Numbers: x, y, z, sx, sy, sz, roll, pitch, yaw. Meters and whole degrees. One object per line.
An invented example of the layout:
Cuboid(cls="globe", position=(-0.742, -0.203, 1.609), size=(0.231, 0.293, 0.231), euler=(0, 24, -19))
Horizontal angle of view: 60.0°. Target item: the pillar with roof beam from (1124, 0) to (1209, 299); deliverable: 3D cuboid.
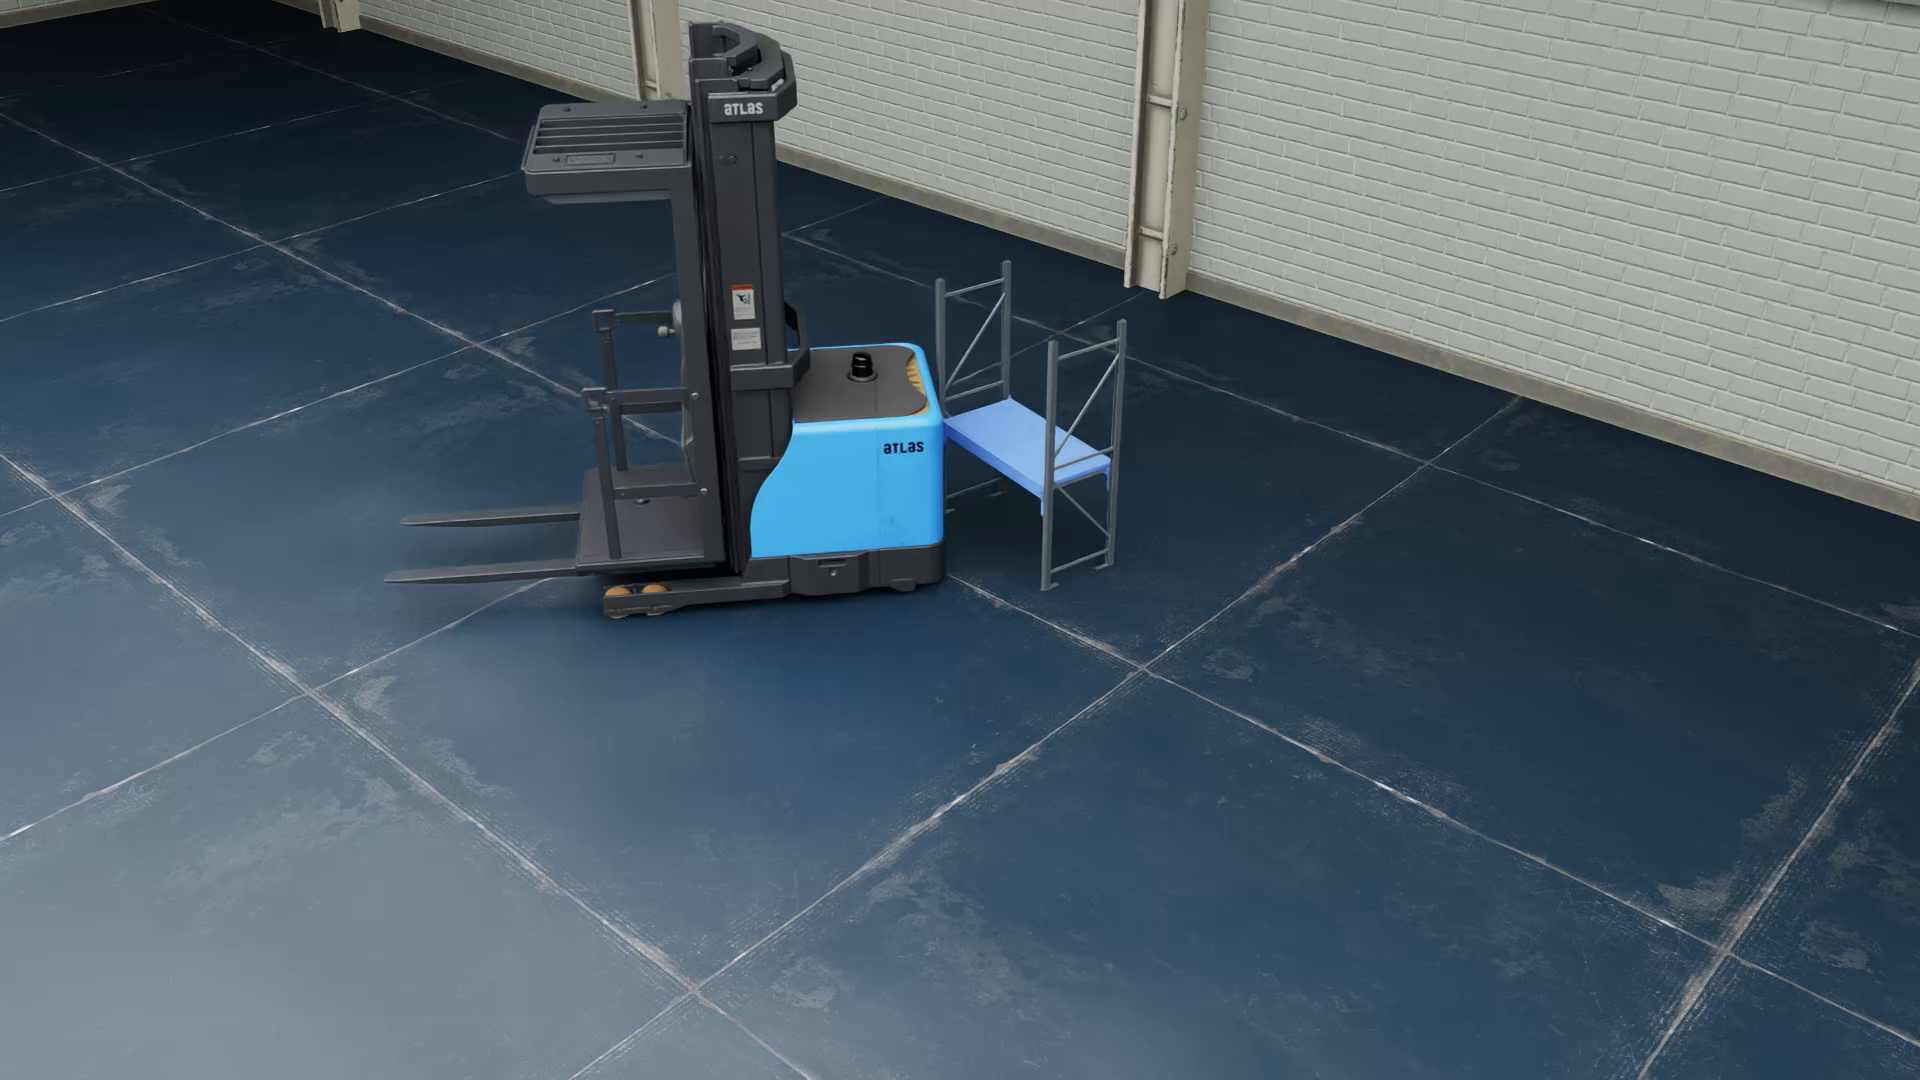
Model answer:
Cuboid(cls="pillar with roof beam", position=(-1.364, -4.183, 7.918), size=(0.400, 9.000, 9.100), euler=(25, 39, 35))

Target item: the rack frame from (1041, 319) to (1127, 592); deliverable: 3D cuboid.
Cuboid(cls="rack frame", position=(0.662, -0.434, 8.961), size=(0.500, 1.500, 0.032), euler=(-20, 36, -29))

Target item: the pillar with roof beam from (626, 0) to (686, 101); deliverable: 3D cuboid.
Cuboid(cls="pillar with roof beam", position=(-5.812, -6.260, 11.368), size=(0.400, 9.000, 9.100), euler=(25, 39, 35))

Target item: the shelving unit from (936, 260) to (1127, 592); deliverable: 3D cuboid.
Cuboid(cls="shelving unit", position=(0.370, -0.648, 9.317), size=(0.538, 1.500, 1.048), euler=(-20, 36, -29))

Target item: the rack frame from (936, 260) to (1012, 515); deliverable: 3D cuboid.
Cuboid(cls="rack frame", position=(0.078, -0.863, 9.674), size=(0.500, 1.500, 0.032), euler=(-20, 36, -29))

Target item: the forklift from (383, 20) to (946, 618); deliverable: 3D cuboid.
Cuboid(cls="forklift", position=(-1.636, -1.124, 8.719), size=(3.031, 2.935, 1.130), euler=(-4, 31, -7))

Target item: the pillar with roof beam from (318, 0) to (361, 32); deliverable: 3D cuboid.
Cuboid(cls="pillar with roof beam", position=(-10.261, -8.336, 14.817), size=(0.400, 9.000, 9.100), euler=(25, 39, 35))

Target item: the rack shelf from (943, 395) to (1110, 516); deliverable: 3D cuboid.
Cuboid(cls="rack shelf", position=(0.370, -0.494, 9.410), size=(0.538, 0.185, 1.000), euler=(-20, 36, -29))
